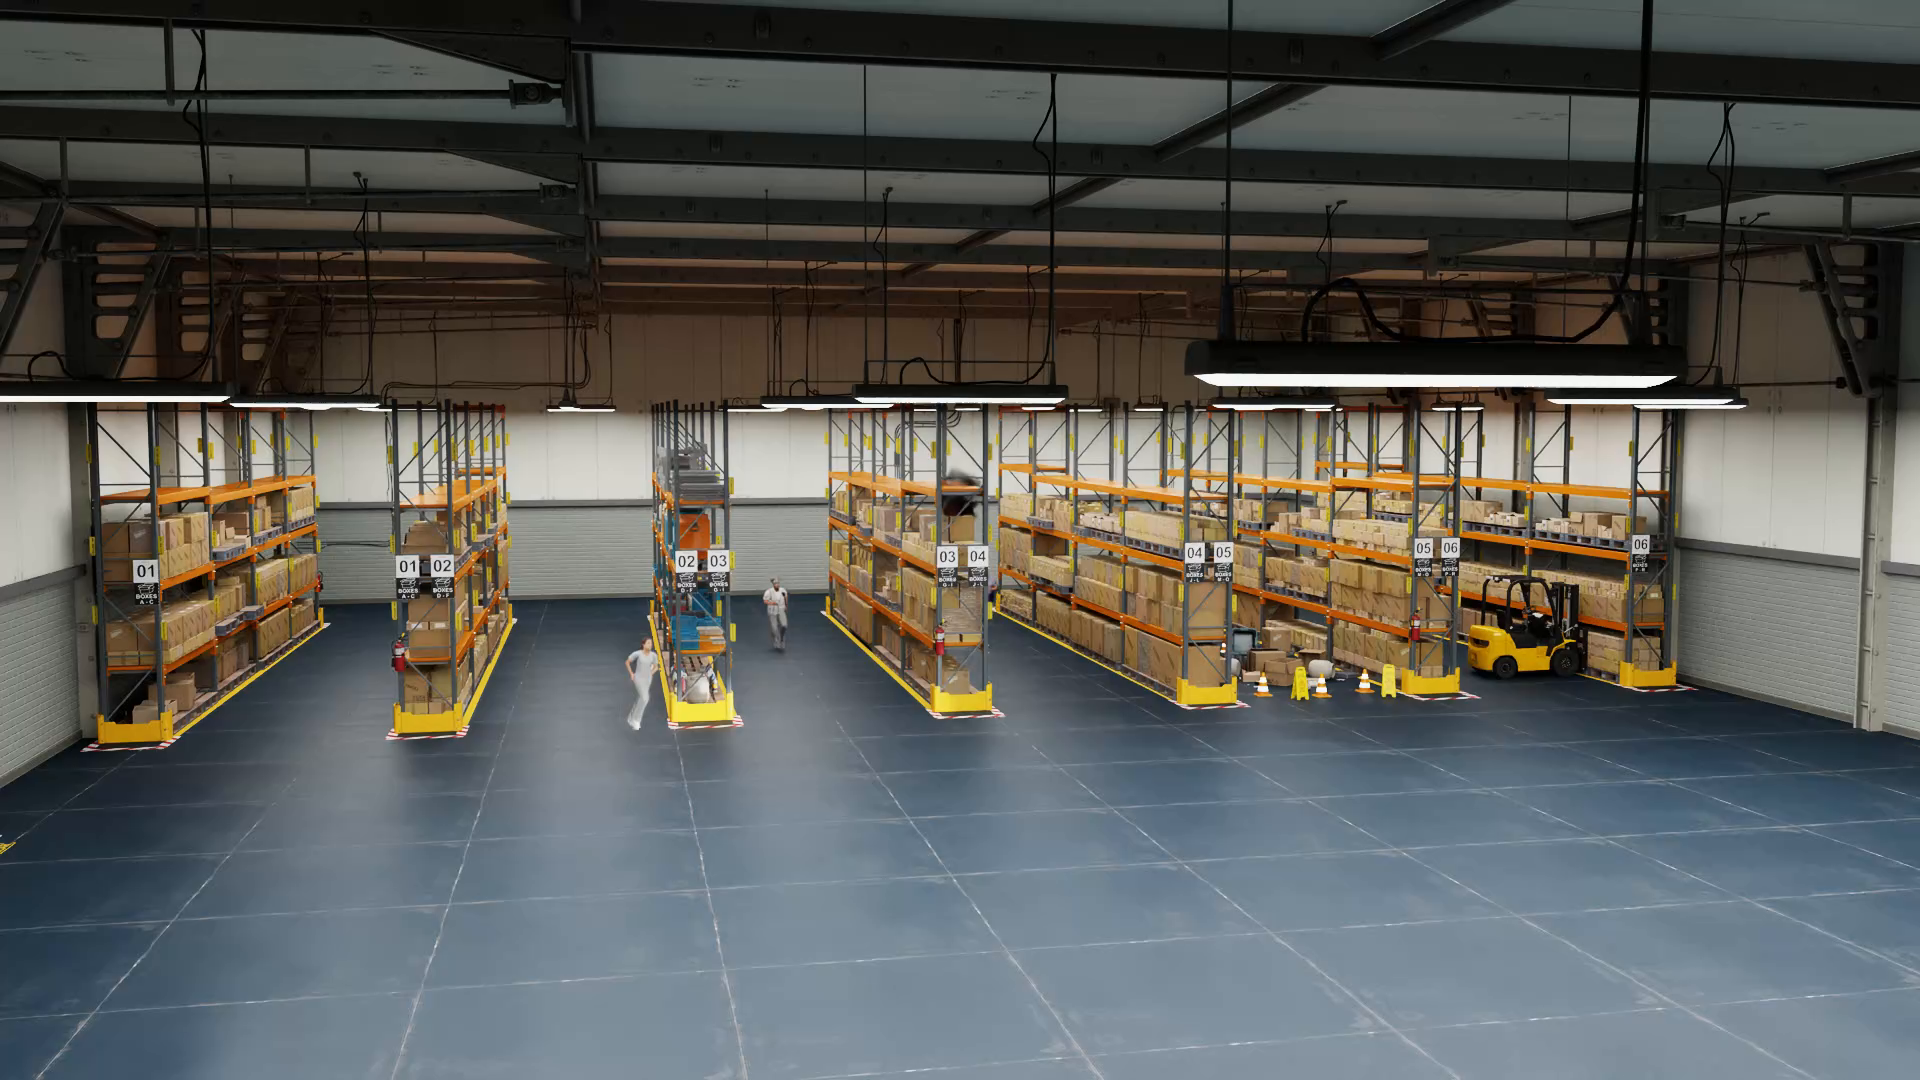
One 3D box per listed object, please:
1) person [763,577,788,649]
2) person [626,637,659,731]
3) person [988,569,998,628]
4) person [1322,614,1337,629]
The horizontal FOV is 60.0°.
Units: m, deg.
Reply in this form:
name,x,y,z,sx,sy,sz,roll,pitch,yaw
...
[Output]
name,x,y,z,sx,sy,sz,roll,pitch,yaw
person,-4.485,1.786,40.661,0.650,1.777,0.740,-2,5,-19
person,-5.800,2.616,30.456,0.566,1.687,0.659,-4,6,-44
person,0.707,1.587,44.099,0.577,1.705,0.739,-1,4,-10
person,9.593,1.692,42.809,0.582,1.633,0.553,-1,4,-15
